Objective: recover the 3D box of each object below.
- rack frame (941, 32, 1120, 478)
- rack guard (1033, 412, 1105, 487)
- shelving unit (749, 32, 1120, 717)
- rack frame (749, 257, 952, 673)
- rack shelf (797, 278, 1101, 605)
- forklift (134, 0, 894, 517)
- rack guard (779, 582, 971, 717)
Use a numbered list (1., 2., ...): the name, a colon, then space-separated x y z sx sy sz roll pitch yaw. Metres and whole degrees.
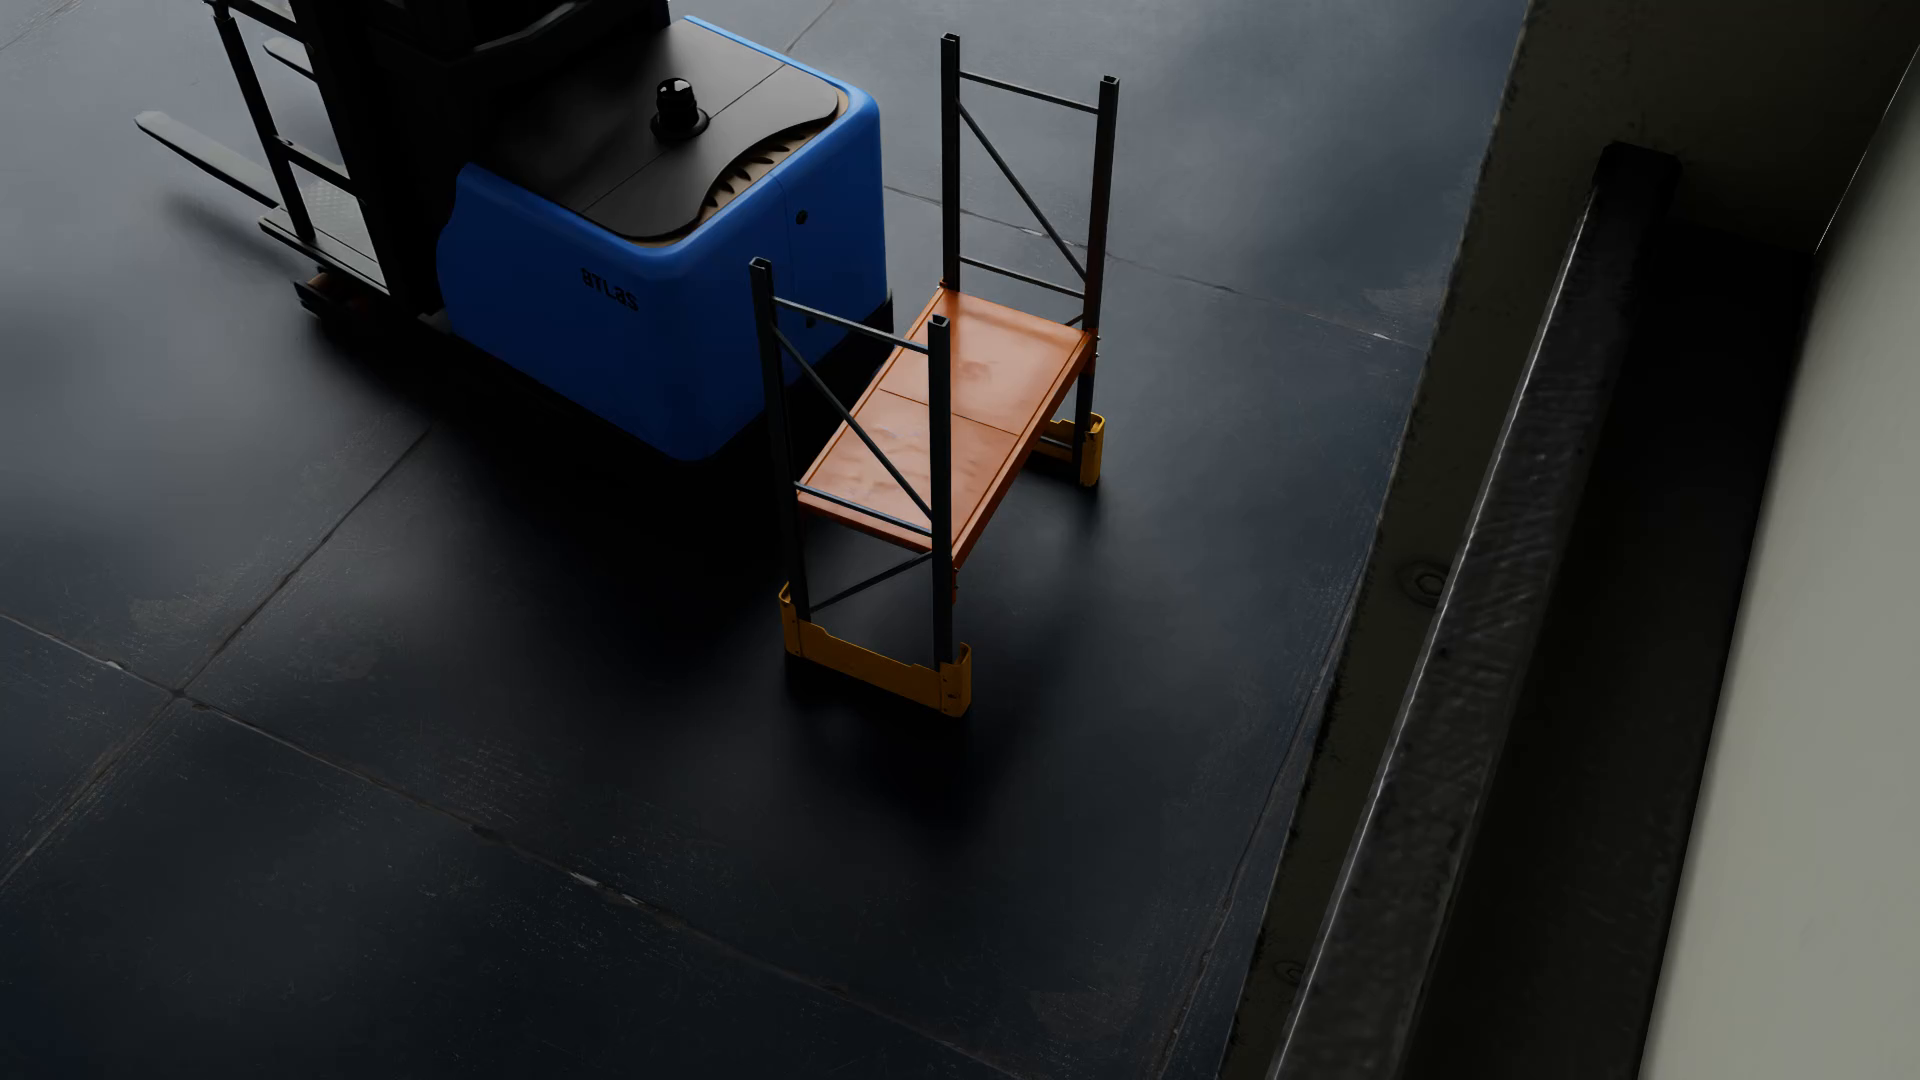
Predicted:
1. rack frame: 0.181 -0.777 4.927 0.500 1.500 0.032 20 52 16
2. rack guard: 0.180 -0.371 5.402 0.587 0.250 0.087 20 52 16
3. shelving unit: -0.033 -0.434 4.634 0.587 1.500 1.083 20 52 16
4. rack frame: -0.254 -0.077 4.331 0.500 1.500 0.032 20 52 16
5. rack shelf: -0.036 -0.311 4.766 0.538 0.185 1.000 20 52 16
6. forklift: -1.719 -1.940 4.977 3.031 2.935 1.130 29 55 22
7. rack guard: -0.245 0.314 4.818 0.587 0.250 0.087 20 52 16
